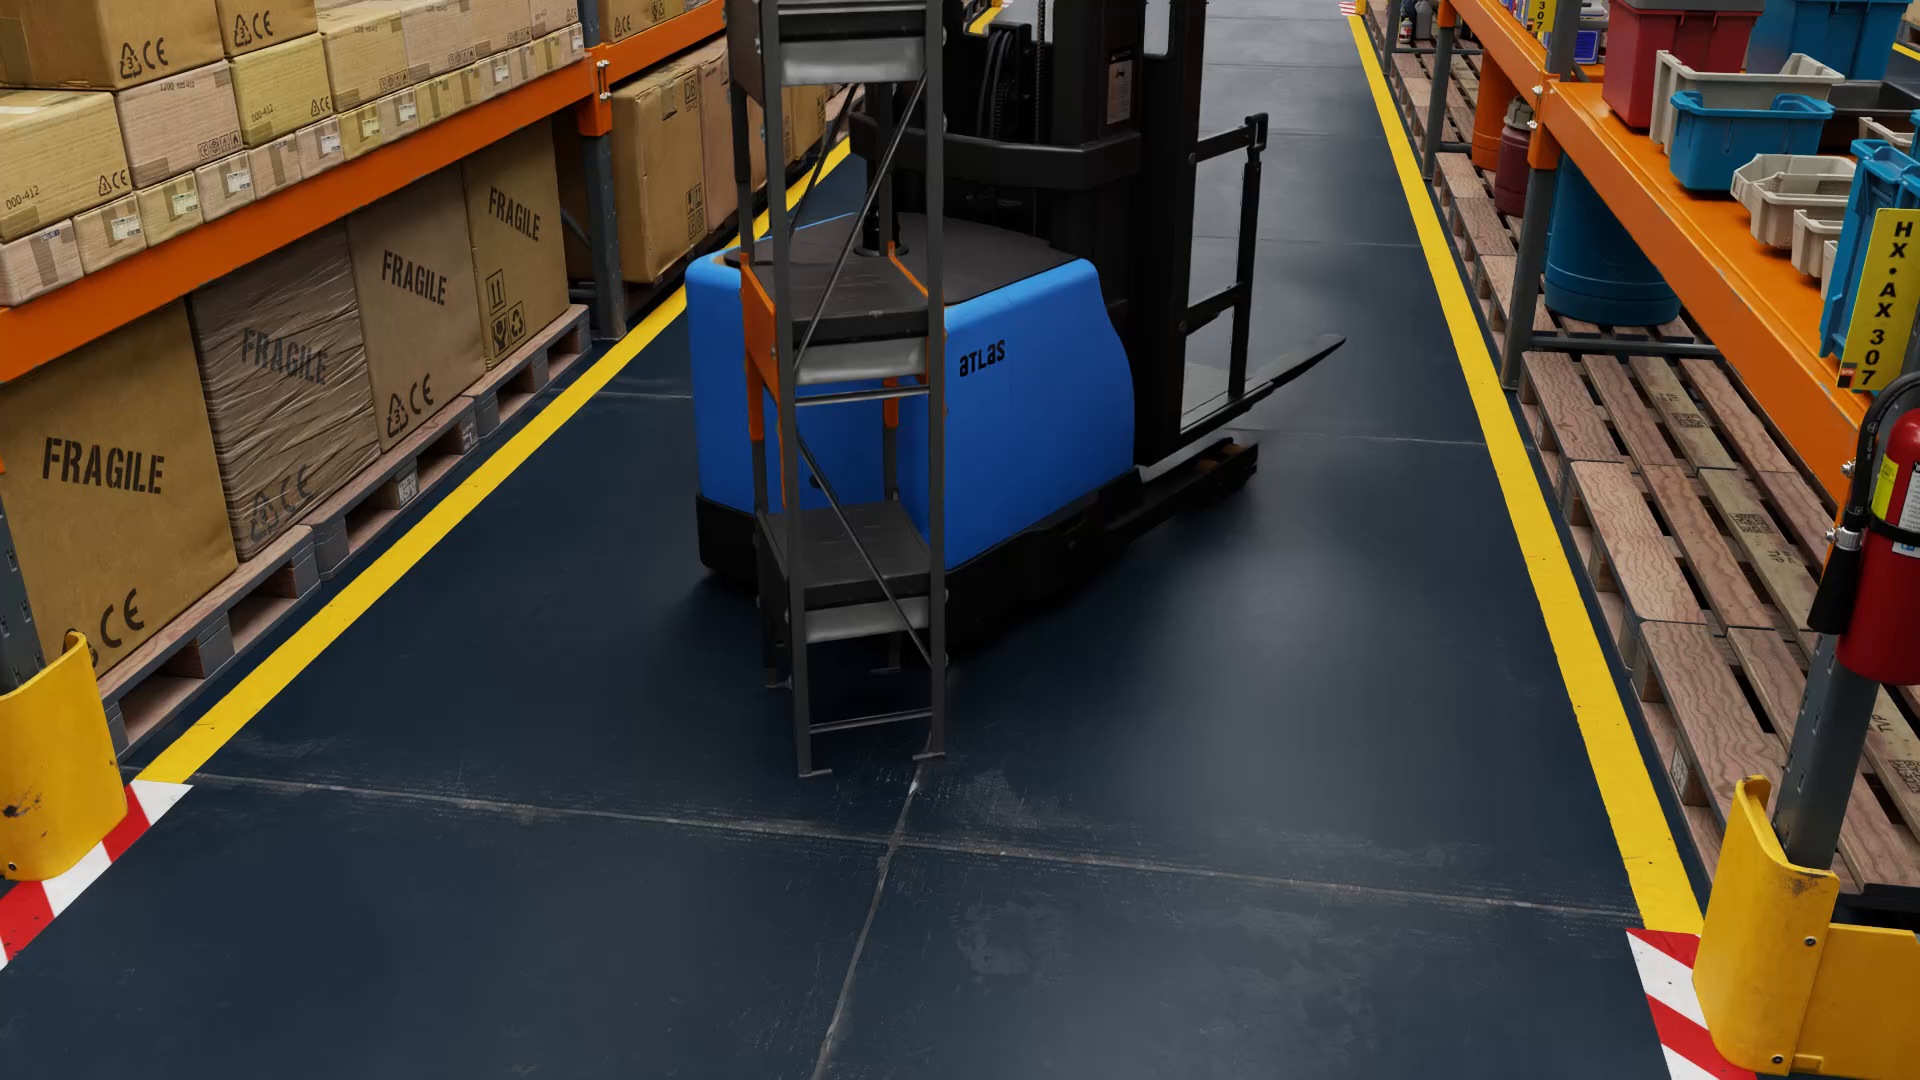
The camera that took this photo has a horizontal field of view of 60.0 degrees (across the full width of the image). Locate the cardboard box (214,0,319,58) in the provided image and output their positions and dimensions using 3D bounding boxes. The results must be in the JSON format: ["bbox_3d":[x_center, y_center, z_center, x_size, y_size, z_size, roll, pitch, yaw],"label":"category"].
[{"bbox_3d":[-2.213,-1.670,4.721,0.500,0.500,0.500,3,25,7],"label":"cardboard box"}]

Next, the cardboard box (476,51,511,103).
[{"bbox_3d":[-1.918,-1.742,6.229,0.380,0.149,0.250,4,25,9],"label":"cardboard box"}]

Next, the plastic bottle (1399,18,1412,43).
[{"bbox_3d":[3.881,-4.436,14.471,0.097,0.201,0.097,0,25,0],"label":"plastic bottle"}]

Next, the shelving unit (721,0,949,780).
[{"bbox_3d":[-0.303,-0.442,4.218,0.431,2.100,0.503,-7,26,-15],"label":"shelving unit"}]

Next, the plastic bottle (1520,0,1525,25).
[{"bbox_3d":[2.723,-2.553,7.900,0.097,0.201,0.097,0,25,0],"label":"plastic bottle"}]

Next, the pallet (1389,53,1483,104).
[{"bbox_3d":[4.039,-3.737,13.484,1.003,0.211,1.213,4,25,9],"label":"pallet"}]

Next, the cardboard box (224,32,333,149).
[{"bbox_3d":[-2.210,-1.332,4.883,0.500,0.250,0.500,3,25,7],"label":"cardboard box"}]

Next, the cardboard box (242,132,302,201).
[{"bbox_3d":[-2.169,-1.097,4.852,0.380,0.149,0.250,4,25,7],"label":"cardboard box"}]

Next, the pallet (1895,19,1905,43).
[{"bbox_3d":[9.585,-5.074,16.340,1.003,0.211,1.213,4,25,9],"label":"pallet"}]

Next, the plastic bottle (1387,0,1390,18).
[{"bbox_3d":[4.124,-5.143,15.884,0.061,0.283,0.133,4,25,9],"label":"plastic bottle"}]

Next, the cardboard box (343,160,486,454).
[{"bbox_3d":[-2.399,-0.909,6.165,0.875,0.875,0.875,4,25,9],"label":"cardboard box"}]

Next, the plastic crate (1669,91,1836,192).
[{"bbox_3d":[2.250,-1.140,4.774,0.416,0.233,0.300,4,25,9],"label":"plastic crate"}]

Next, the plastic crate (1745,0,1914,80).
[{"bbox_3d":[3.082,-1.786,5.976,0.392,0.384,0.575,4,25,9],"label":"plastic crate"}]

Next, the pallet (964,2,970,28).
[{"bbox_3d":[-0.485,-5.206,16.624,1.003,0.211,1.213,4,25,9],"label":"pallet"}]

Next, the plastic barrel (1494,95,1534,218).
[{"bbox_3d":[3.228,-2.078,9.000,0.600,0.588,0.708,4,25,9],"label":"plastic barrel"}]

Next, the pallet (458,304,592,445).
[{"bbox_3d":[-2.266,-0.753,7.109,1.003,0.211,1.213,4,25,9],"label":"pallet"}]

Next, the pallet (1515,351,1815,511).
[{"bbox_3d":[2.740,-0.412,6.381,1.003,0.211,1.213,4,25,9],"label":"pallet"}]

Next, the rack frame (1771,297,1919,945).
[{"bbox_3d":[2.168,-0.312,2.878,1.000,3.000,0.127,4,25,9],"label":"rack frame"}]

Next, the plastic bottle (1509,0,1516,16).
[{"bbox_3d":[2.762,-2.736,8.195,0.061,0.283,0.133,4,25,9],"label":"plastic bottle"}]

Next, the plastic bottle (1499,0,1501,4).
[{"bbox_3d":[2.851,-2.911,8.584,0.097,0.271,0.097,0,25,0],"label":"plastic bottle"}]

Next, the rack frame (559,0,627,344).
[{"bbox_3d":[-2.065,-2.328,7.186,1.000,3.000,0.127,4,25,9],"label":"rack frame"}]

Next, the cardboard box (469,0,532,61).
[{"bbox_3d":[-1.960,-1.976,6.258,0.500,0.250,0.500,5,26,10],"label":"cardboard box"}]

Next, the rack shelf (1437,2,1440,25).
[{"bbox_3d":[3.802,-4.169,11.966,1.077,0.370,4.000,4,25,9],"label":"rack shelf"}]

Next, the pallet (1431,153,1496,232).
[{"bbox_3d":[3.388,-2.062,9.907,1.003,0.211,1.213,4,25,9],"label":"pallet"}]

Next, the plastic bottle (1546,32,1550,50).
[{"bbox_3d":[2.560,-2.219,7.091,0.061,0.283,0.133,4,25,9],"label":"plastic bottle"}]

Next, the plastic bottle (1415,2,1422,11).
[{"bbox_3d":[4.131,-4.666,14.875,0.152,0.276,0.135,4,25,9],"label":"plastic bottle"}]

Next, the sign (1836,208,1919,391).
[{"bbox_3d":[1.622,-0.417,2.911,0.100,0.325,0.005,4,25,9],"label":"sign"}]

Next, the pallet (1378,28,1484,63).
[{"bbox_3d":[4.280,-4.346,14.786,1.003,0.211,1.213,4,25,9],"label":"pallet"}]

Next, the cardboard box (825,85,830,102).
[{"bbox_3d":[-1.321,-3.350,11.798,0.700,0.500,0.500,3,25,6],"label":"cardboard box"}]

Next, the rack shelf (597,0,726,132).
[{"bbox_3d":[-1.738,-2.839,9.125,1.077,0.370,4.000,4,25,9],"label":"rack shelf"}]

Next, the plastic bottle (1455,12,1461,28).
[{"bbox_3d":[4.620,-4.862,15.293,0.152,0.276,0.135,4,25,9],"label":"plastic bottle"}]

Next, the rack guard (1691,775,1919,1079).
[{"bbox_3d":[2.177,0.831,3.385,1.175,0.500,0.348,4,25,9],"label":"rack guard"}]

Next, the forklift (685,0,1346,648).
[{"bbox_3d":[0.449,-1.569,5.645,1.130,2.935,3.031,18,31,34],"label":"forklift"}]

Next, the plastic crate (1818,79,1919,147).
[{"bbox_3d":[2.904,-1.401,5.458,0.437,0.125,0.590,4,25,9],"label":"plastic crate"}]

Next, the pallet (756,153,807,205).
[{"bbox_3d":[-1.614,-2.414,10.658,1.003,0.211,1.213,4,25,9],"label":"pallet"}]

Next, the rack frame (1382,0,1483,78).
[{"bbox_3d":[4.129,-5.331,13.601,1.000,3.000,0.127,4,25,9],"label":"rack frame"}]

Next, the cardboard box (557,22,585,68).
[{"bbox_3d":[-1.792,-2.064,6.918,0.380,0.149,0.250,4,25,9],"label":"cardboard box"}]

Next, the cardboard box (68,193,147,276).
[{"bbox_3d":[-2.294,-0.774,4.163,0.380,0.149,0.250,4,25,8],"label":"cardboard box"}]

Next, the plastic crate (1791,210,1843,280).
[{"bbox_3d":[2.184,-0.694,3.934,0.396,0.136,0.243,4,25,9],"label":"plastic crate"}]

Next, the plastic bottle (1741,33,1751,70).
[{"bbox_3d":[3.205,-2.104,6.766,0.144,0.351,0.185,4,25,9],"label":"plastic bottle"}]

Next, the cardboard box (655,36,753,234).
[{"bbox_3d":[-1.835,-2.199,8.920,1.225,0.875,0.875,3,25,7],"label":"cardboard box"}]

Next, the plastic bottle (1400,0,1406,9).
[{"bbox_3d":[3.981,-4.700,14.859,0.144,0.351,0.185,3,25,6],"label":"plastic bottle"}]

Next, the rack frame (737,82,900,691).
[{"bbox_3d":[-0.371,-0.541,4.430,0.400,2.100,0.015,-7,26,-15],"label":"rack frame"}]

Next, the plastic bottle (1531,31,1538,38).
[{"bbox_3d":[2.679,-2.447,7.498,0.144,0.351,0.185,4,25,9],"label":"plastic bottle"}]

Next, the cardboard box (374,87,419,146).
[{"bbox_3d":[-2.044,-1.420,5.542,0.380,0.149,0.250,4,25,9],"label":"cardboard box"}]

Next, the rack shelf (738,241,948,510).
[{"bbox_3d":[-0.303,-0.430,4.223,0.431,0.518,0.480,-7,26,-15],"label":"rack shelf"}]

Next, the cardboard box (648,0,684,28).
[{"bbox_3d":[-1.662,-2.759,7.988,0.500,0.500,0.500,4,25,9],"label":"cardboard box"}]
